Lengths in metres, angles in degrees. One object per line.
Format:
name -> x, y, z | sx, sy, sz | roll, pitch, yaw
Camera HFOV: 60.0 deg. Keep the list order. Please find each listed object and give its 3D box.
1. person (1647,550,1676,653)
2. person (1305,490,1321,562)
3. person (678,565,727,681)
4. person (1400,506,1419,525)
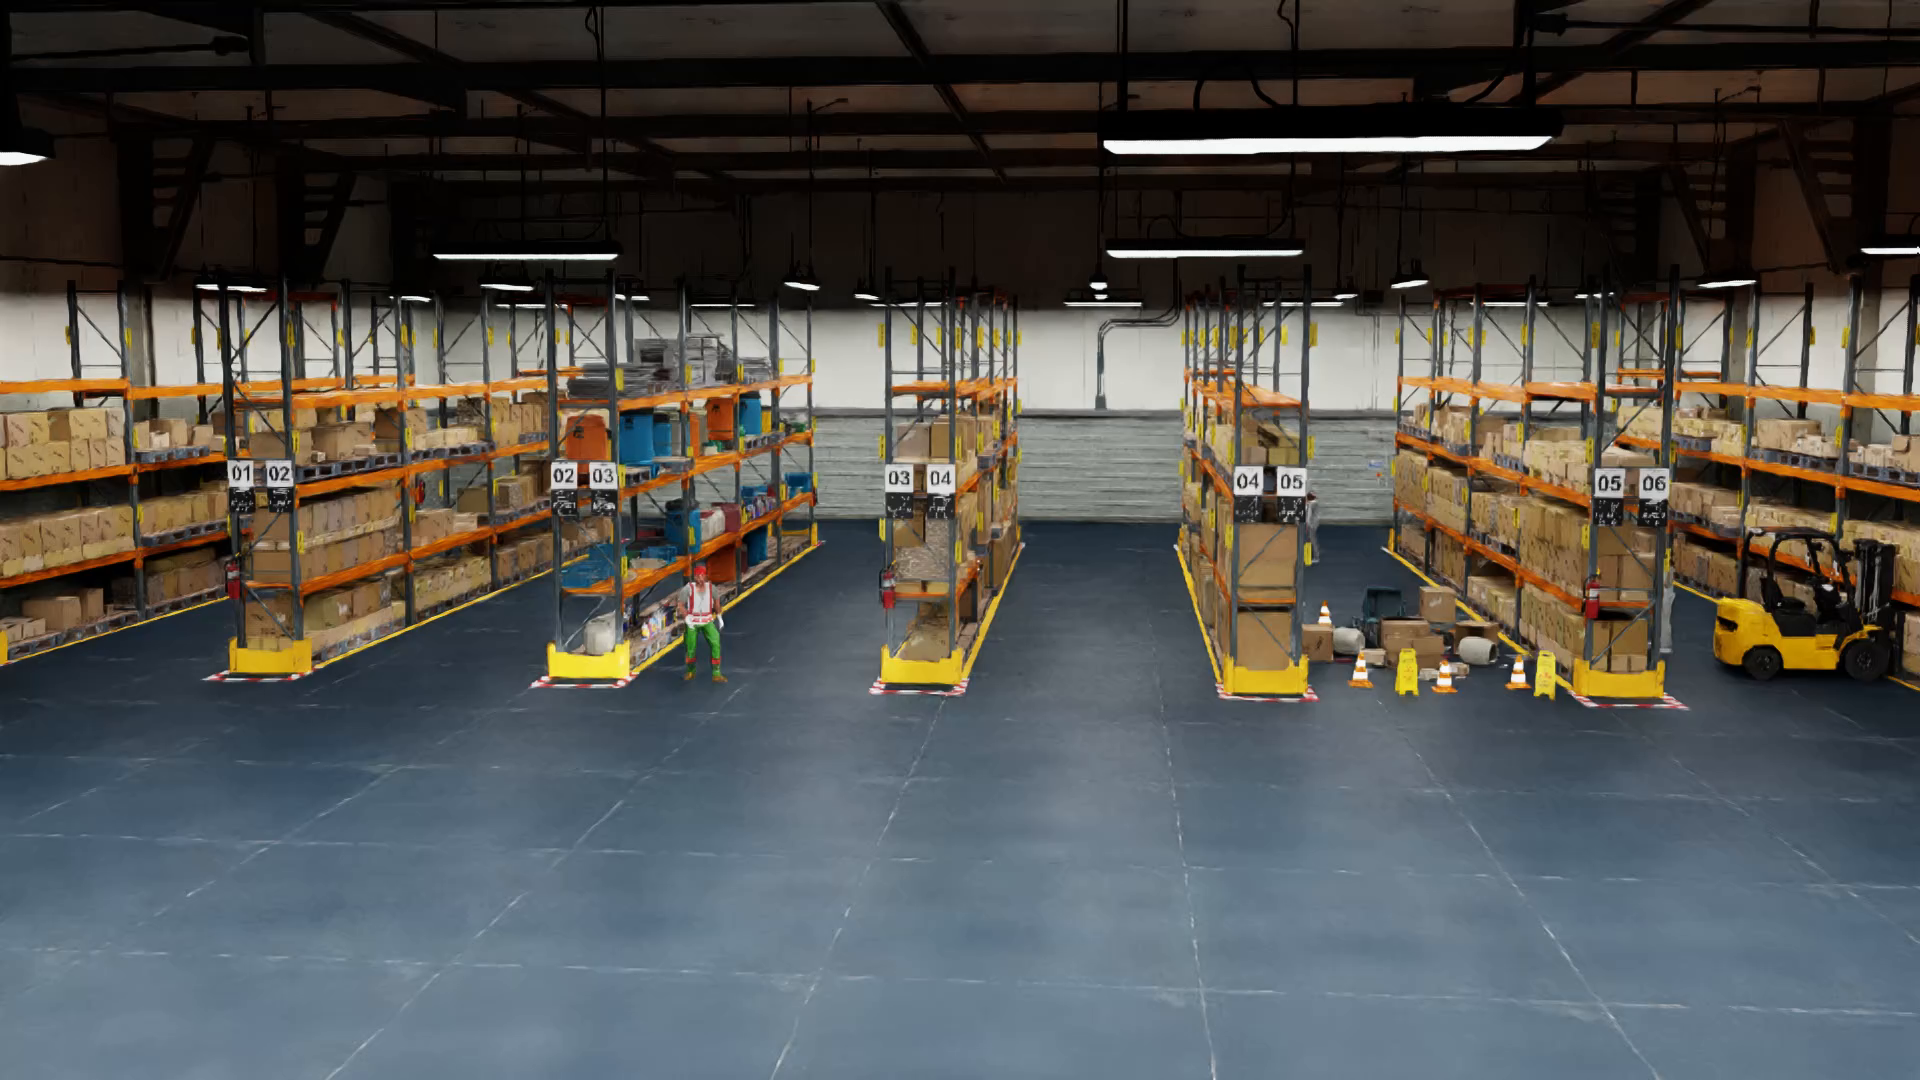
person -> 11.166, 0.948, 26.501 | 0.477, 1.674, 0.487 | 5, 9, 36
person -> 7.848, -0.313, 37.221 | 0.536, 1.579, 0.533 | 4, 8, 27
person -> -3.778, 1.202, 24.237 | 0.675, 1.727, 0.774 | -2, 7, -16
person -> 11.758, -1.161, 43.476 | 0.570, 1.730, 0.564 | 6, 9, 41
